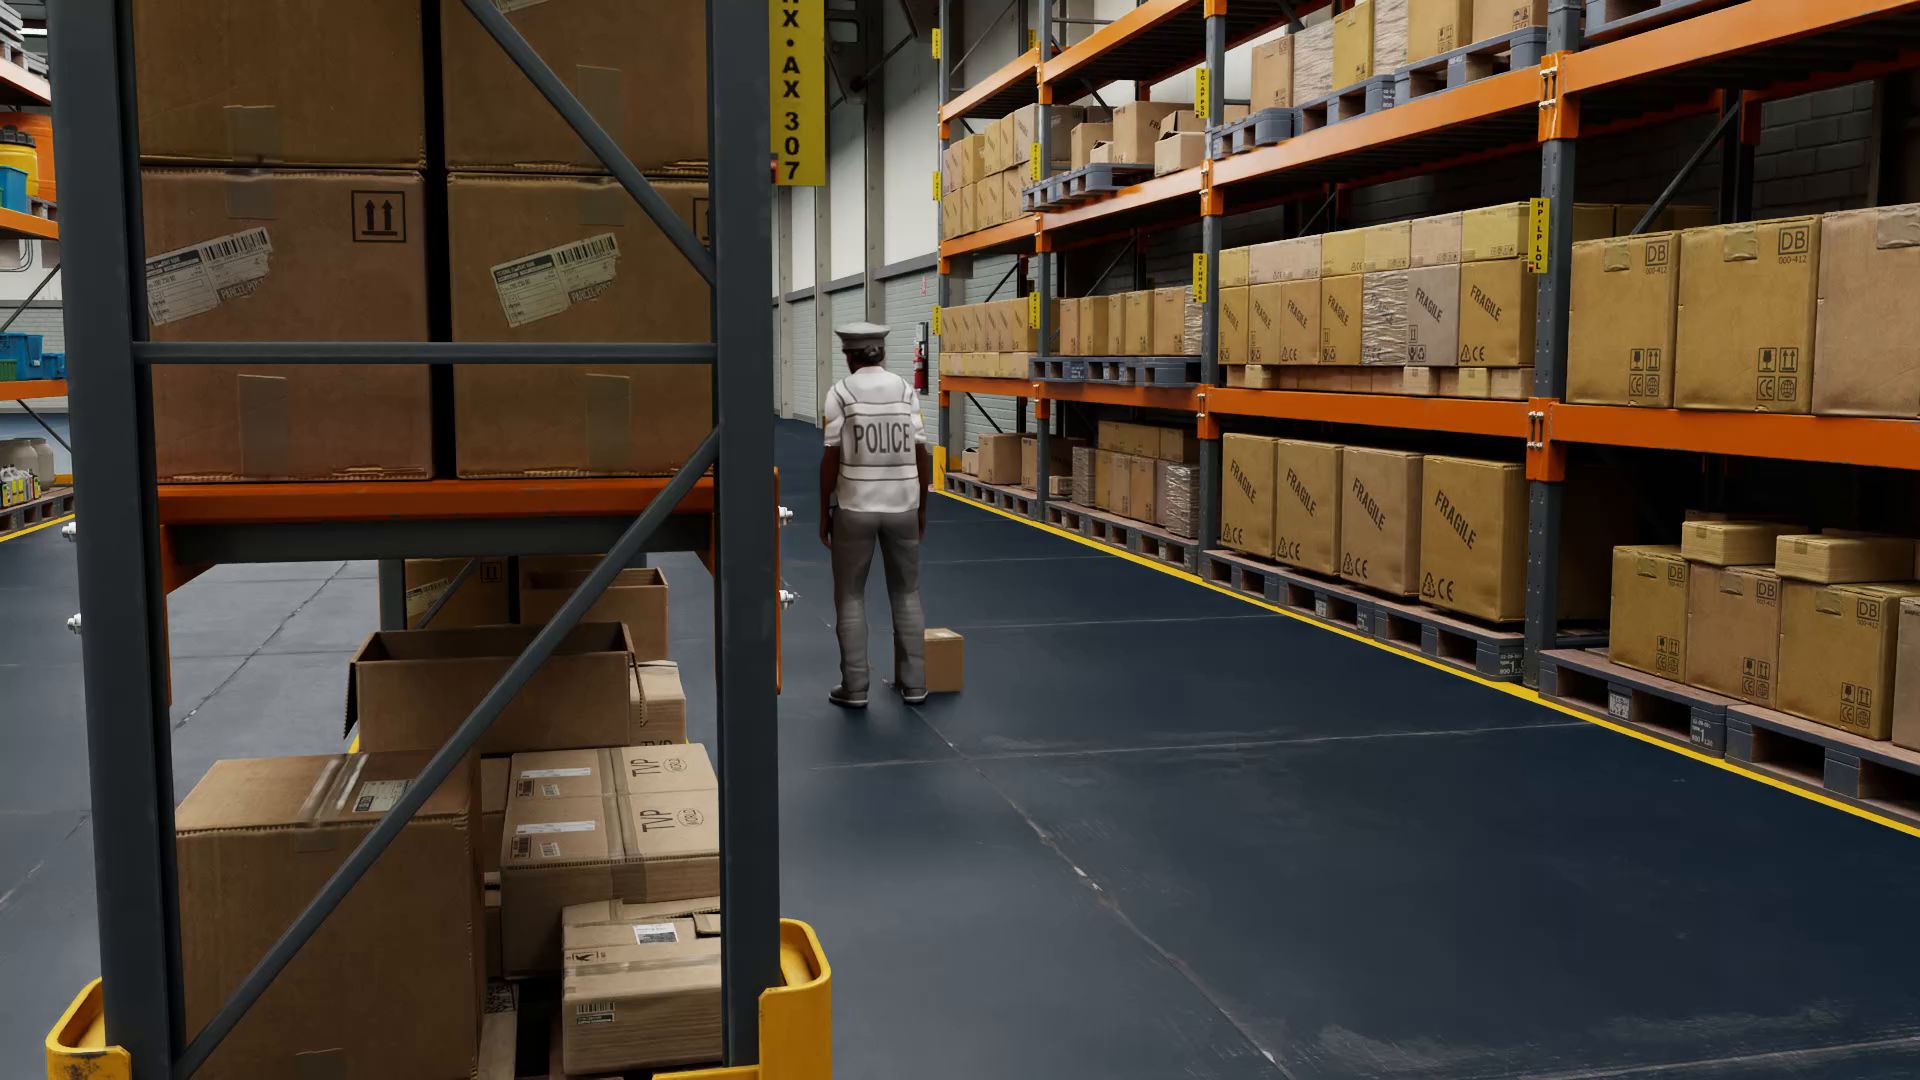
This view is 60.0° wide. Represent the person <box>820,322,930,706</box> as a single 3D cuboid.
[{"bbox_3d":[-0.365,-0.110,7.209,0.516,1.656,0.396,-2,7,-18],"label":"person"}]
